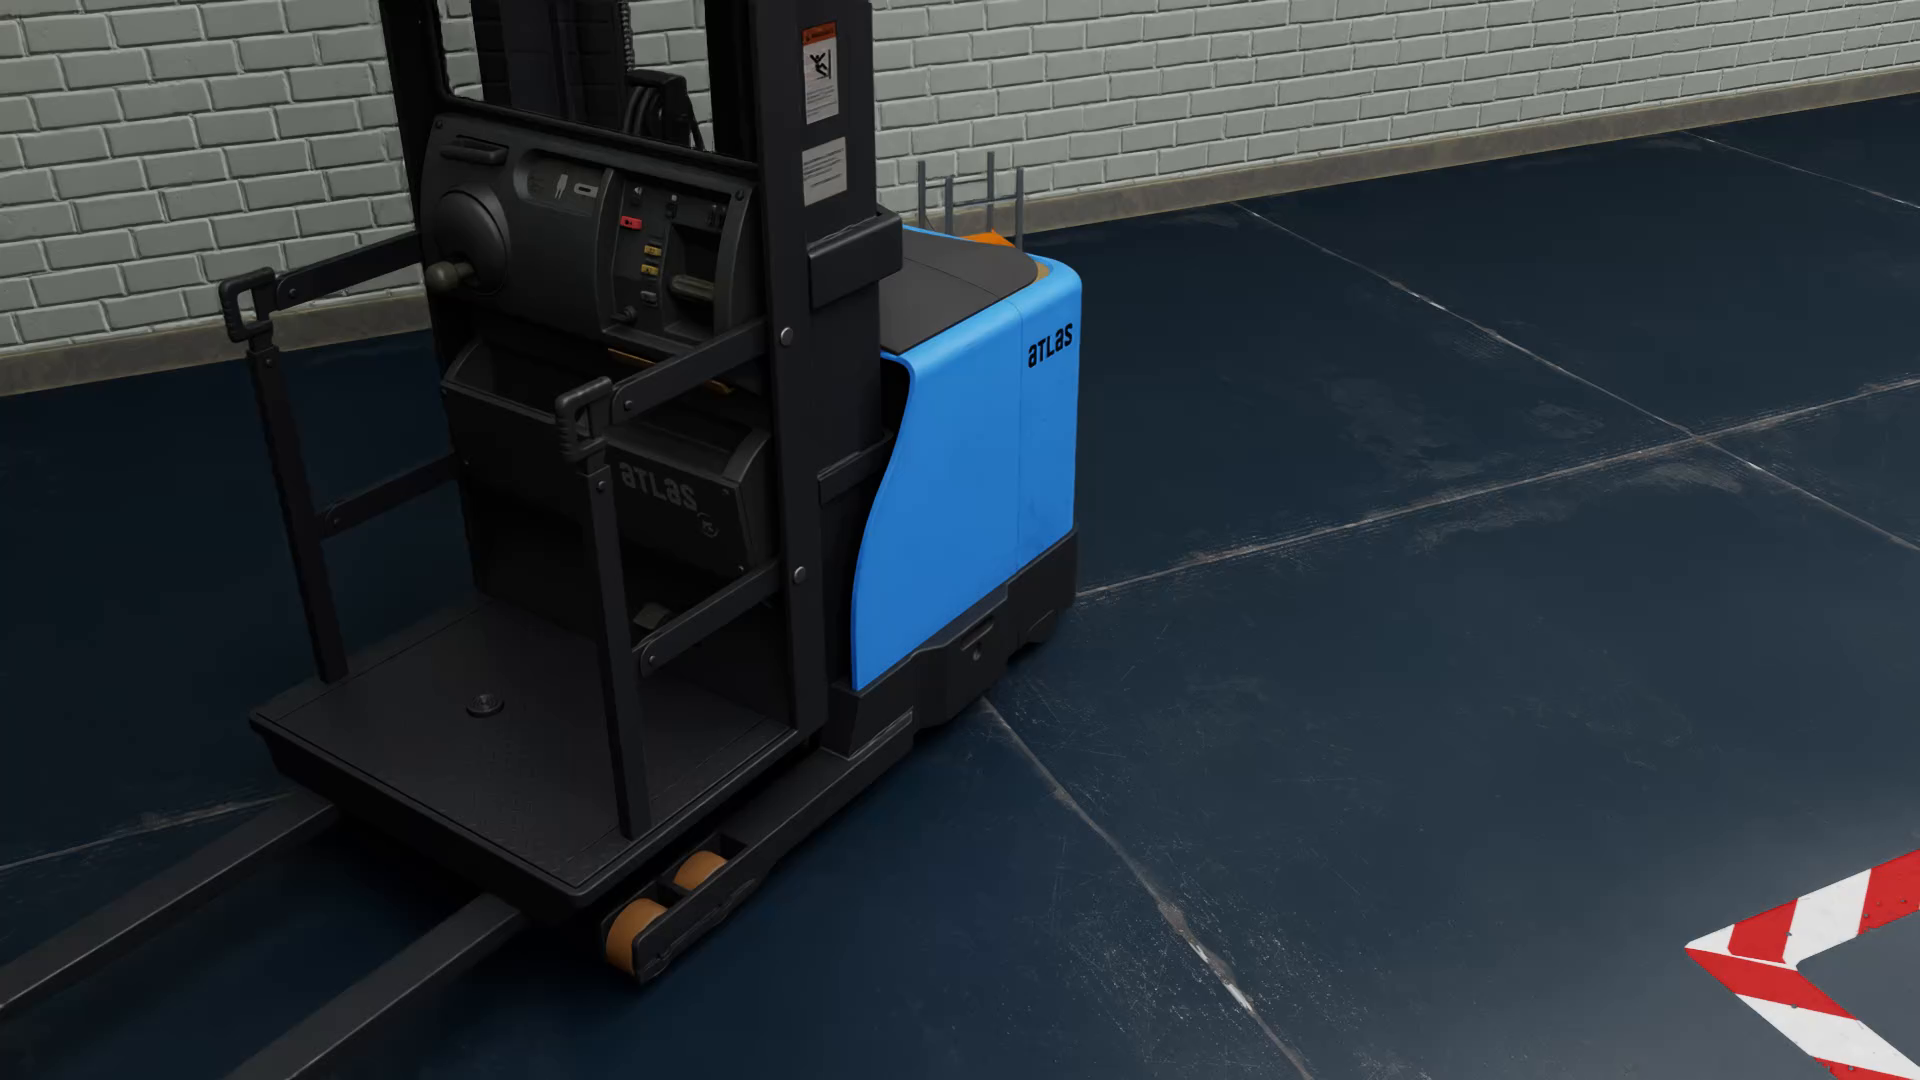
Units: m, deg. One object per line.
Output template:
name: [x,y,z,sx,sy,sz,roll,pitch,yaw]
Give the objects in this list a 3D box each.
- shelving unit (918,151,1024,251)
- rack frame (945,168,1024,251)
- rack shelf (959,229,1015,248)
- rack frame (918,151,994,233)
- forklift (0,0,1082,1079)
shelving unit: [0.029,-0.533,4.974,0.258,1.200,0.189,-13,32,-22]
rack frame: [0.068,-0.493,4.902,0.240,1.200,0.006,-13,32,-22]
rack shelf: [0.029,-0.809,4.820,0.258,0.103,0.180,-13,32,-22]
rack frame: [-0.010,-0.574,5.046,0.240,1.200,0.006,-13,32,-22]
forklift: [-0.923,-0.606,3.334,1.130,2.935,3.031,19,34,30]
